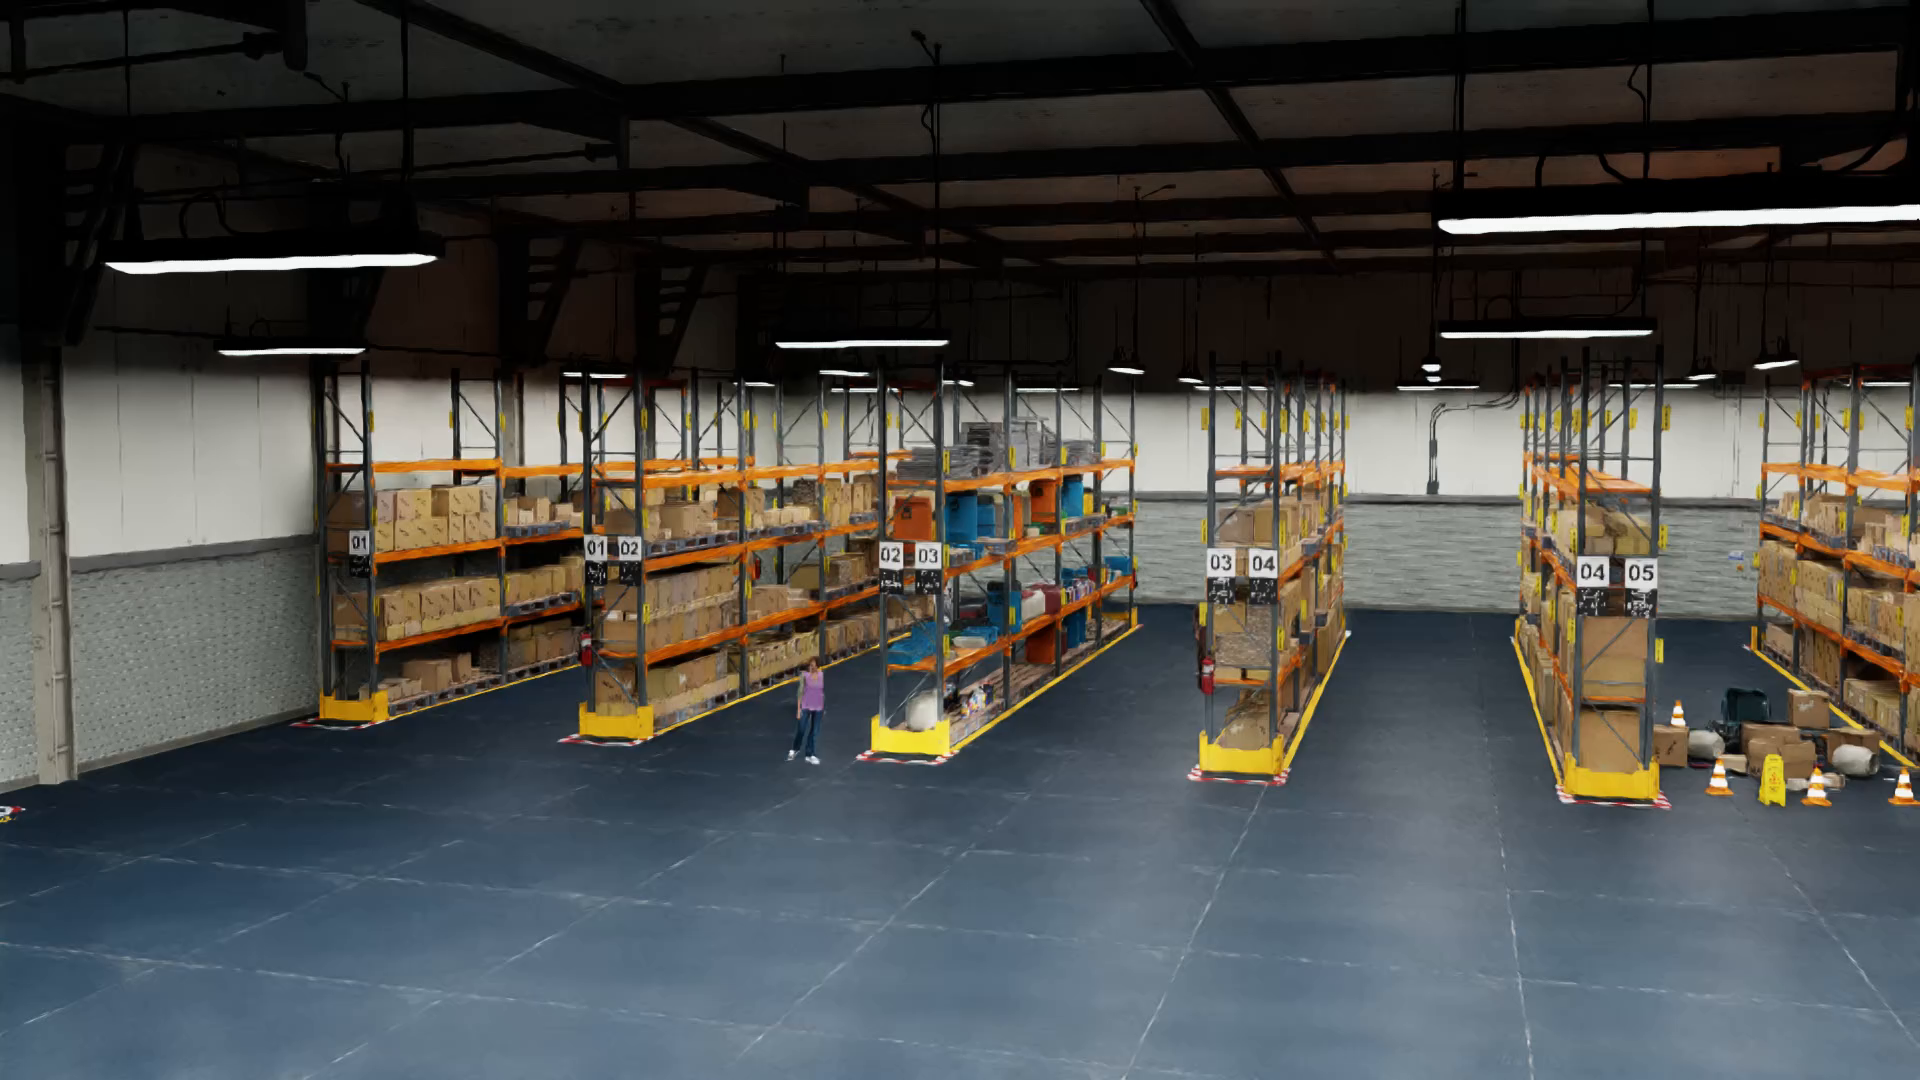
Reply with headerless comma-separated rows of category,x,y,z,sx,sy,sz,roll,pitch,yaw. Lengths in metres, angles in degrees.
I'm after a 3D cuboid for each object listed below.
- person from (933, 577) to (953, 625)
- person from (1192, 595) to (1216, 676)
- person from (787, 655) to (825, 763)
person,-0.303,1.523,37.416,0.639,1.632,0.498,1,4,14
person,4.884,1.824,32.450,0.729,1.732,0.541,1,4,14
person,-2.241,2.466,24.307,0.552,1.585,0.454,-2,5,-26
